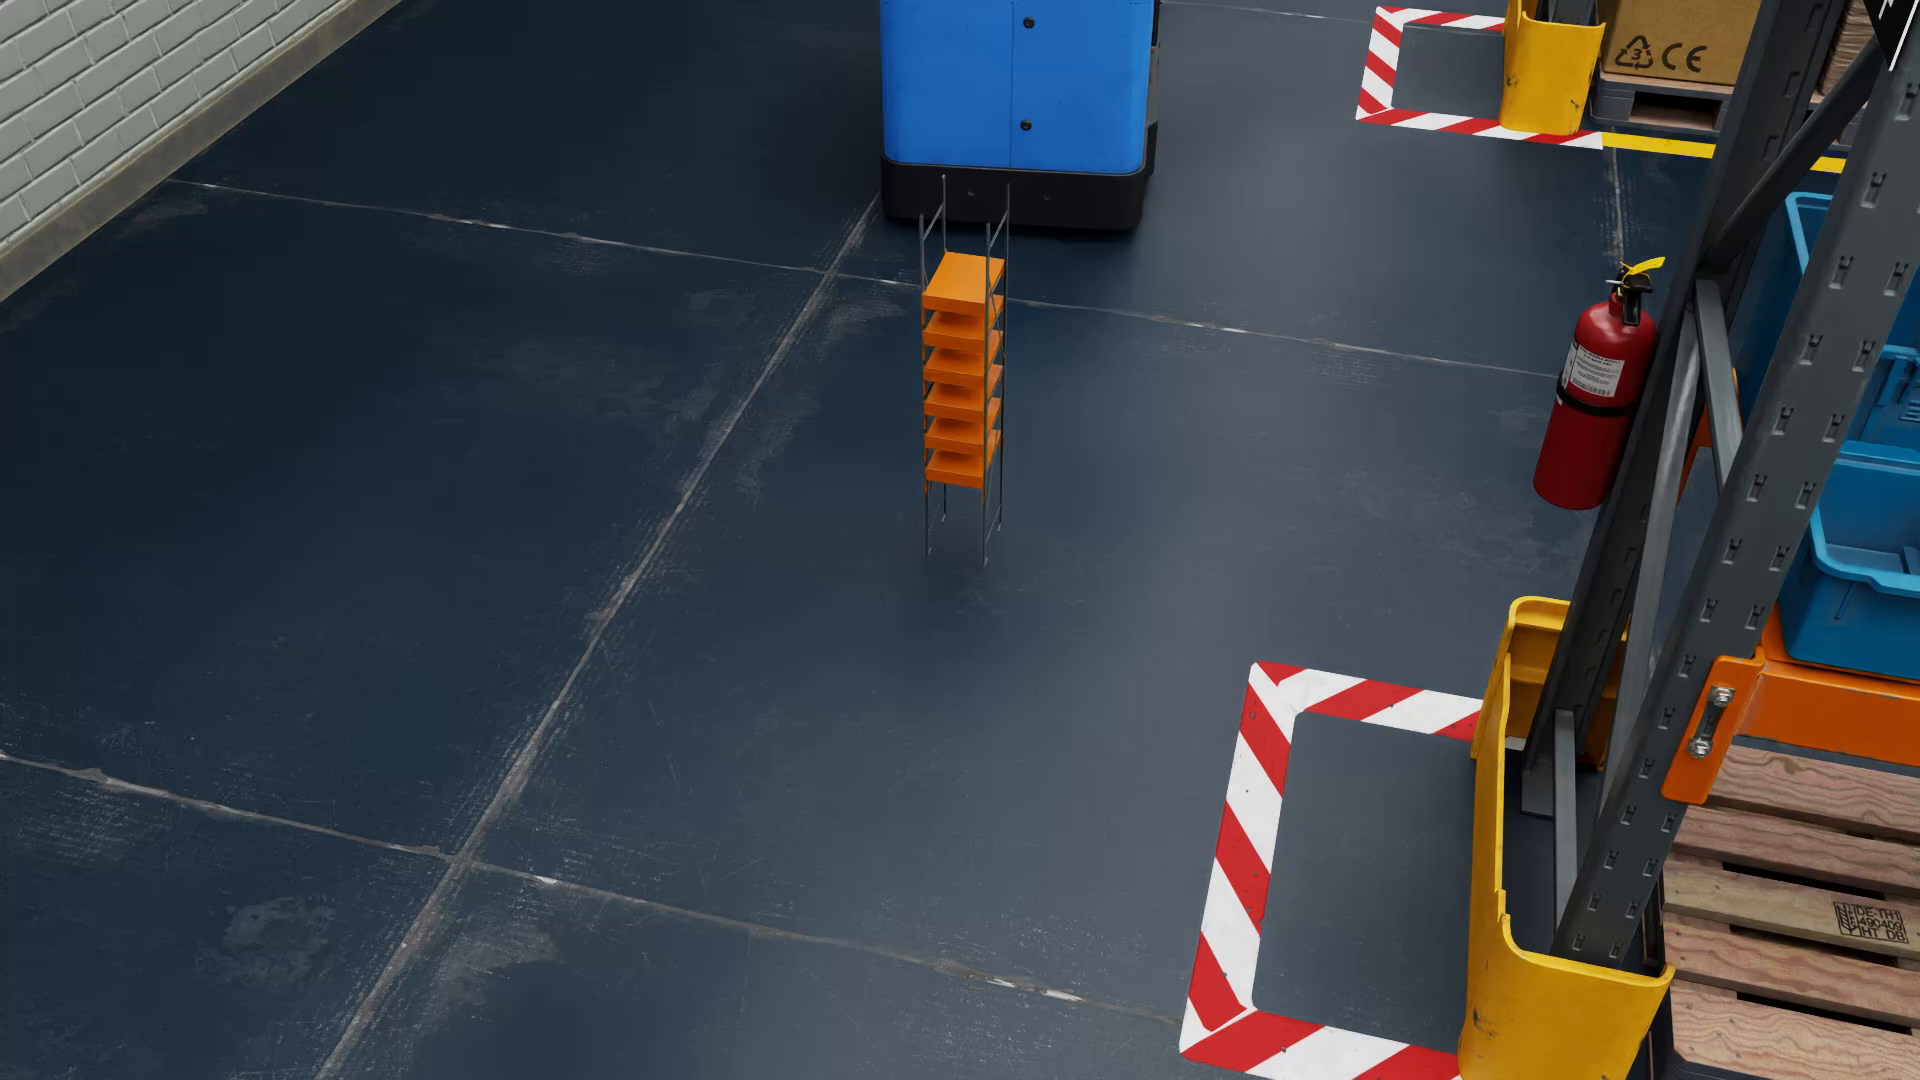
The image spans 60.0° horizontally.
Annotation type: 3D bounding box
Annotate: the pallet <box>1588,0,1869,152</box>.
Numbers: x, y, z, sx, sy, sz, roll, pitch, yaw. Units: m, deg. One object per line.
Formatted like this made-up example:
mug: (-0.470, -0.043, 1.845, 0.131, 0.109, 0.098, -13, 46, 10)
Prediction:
pallet: (3.542, -2.168, 7.667, 1.213, 0.211, 1.003, 10, 41, 11)

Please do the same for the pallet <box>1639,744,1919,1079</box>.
pallet: (2.256, 0.986, 3.911, 1.213, 0.211, 1.003, 10, 41, 11)

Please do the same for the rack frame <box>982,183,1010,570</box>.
rack frame: (0.102, -0.442, 4.843, 0.006, 1.200, 0.240, 10, 41, 11)

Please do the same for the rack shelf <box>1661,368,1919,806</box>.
rack shelf: (3.401, 0.365, 3.042, 4.000, 0.370, 1.077, 10, 41, 11)

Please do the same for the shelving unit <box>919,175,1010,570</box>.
shelving unit: (0.014, -0.457, 4.861, 0.189, 1.200, 0.258, 10, 41, 11)

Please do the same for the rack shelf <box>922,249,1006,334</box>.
rack shelf: (0.014, -0.699, 4.658, 0.180, 0.103, 0.258, 10, 41, 11)

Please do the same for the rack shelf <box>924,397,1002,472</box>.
rack shelf: (0.014, -0.331, 4.967, 0.180, 0.103, 0.258, 10, 41, 11)

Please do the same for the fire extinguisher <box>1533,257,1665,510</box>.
fire extinguisher: (1.441, -0.378, 3.717, 0.183, 0.674, 0.296, 10, 41, 11)

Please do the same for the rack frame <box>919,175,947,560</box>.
rack frame: (-0.074, -0.472, 4.879, 0.006, 1.200, 0.240, 10, 41, 11)

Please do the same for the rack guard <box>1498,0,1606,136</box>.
rack guard: (2.726, -2.367, 7.679, 0.348, 0.500, 1.175, 10, 41, 11)

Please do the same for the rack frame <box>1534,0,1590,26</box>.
rack frame: (2.749, -3.320, 6.870, 0.127, 3.000, 1.000, 10, 41, 11)

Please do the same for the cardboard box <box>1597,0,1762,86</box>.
cardboard box: (3.388, -2.610, 7.351, 0.875, 0.875, 0.875, 10, 41, 11)

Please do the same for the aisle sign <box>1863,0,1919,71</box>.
aisle sign: (1.323, -1.066, 2.165, 0.004, 0.787, 0.394, 10, 41, 11)

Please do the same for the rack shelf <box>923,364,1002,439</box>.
rack shelf: (0.014, -0.423, 4.890, 0.180, 0.103, 0.258, 10, 41, 11)

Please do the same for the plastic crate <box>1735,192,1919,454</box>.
plastic crate: (1.841, -0.340, 3.248, 0.499, 0.435, 0.616, 10, 41, 11)

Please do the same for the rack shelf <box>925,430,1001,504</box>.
rack shelf: (0.014, -0.239, 5.044, 0.180, 0.103, 0.258, 10, 41, 11)

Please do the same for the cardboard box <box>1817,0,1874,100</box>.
cardboard box: (4.267, -2.459, 7.171, 0.875, 0.875, 0.875, 10, 41, 11)

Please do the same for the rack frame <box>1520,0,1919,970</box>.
rack frame: (1.469, -0.243, 3.207, 0.127, 3.000, 1.000, 10, 41, 11)

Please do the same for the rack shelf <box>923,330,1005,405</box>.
rack shelf: (0.014, -0.515, 4.813, 0.180, 0.103, 0.258, 10, 41, 11)

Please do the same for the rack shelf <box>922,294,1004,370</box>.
rack shelf: (0.014, -0.607, 4.735, 0.180, 0.103, 0.258, 10, 41, 11)

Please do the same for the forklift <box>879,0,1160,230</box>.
forklift: (0.367, -3.294, 6.894, 1.130, 2.935, 3.031, 4, 40, 5)

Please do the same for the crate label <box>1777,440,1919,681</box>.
crate label: (1.622, 0.044, 2.949, 0.303, 0.233, 0.416, 10, 41, 11)

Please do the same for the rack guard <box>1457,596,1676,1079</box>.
rack guard: (1.442, 0.719, 4.006, 0.348, 0.500, 1.175, 10, 41, 11)
